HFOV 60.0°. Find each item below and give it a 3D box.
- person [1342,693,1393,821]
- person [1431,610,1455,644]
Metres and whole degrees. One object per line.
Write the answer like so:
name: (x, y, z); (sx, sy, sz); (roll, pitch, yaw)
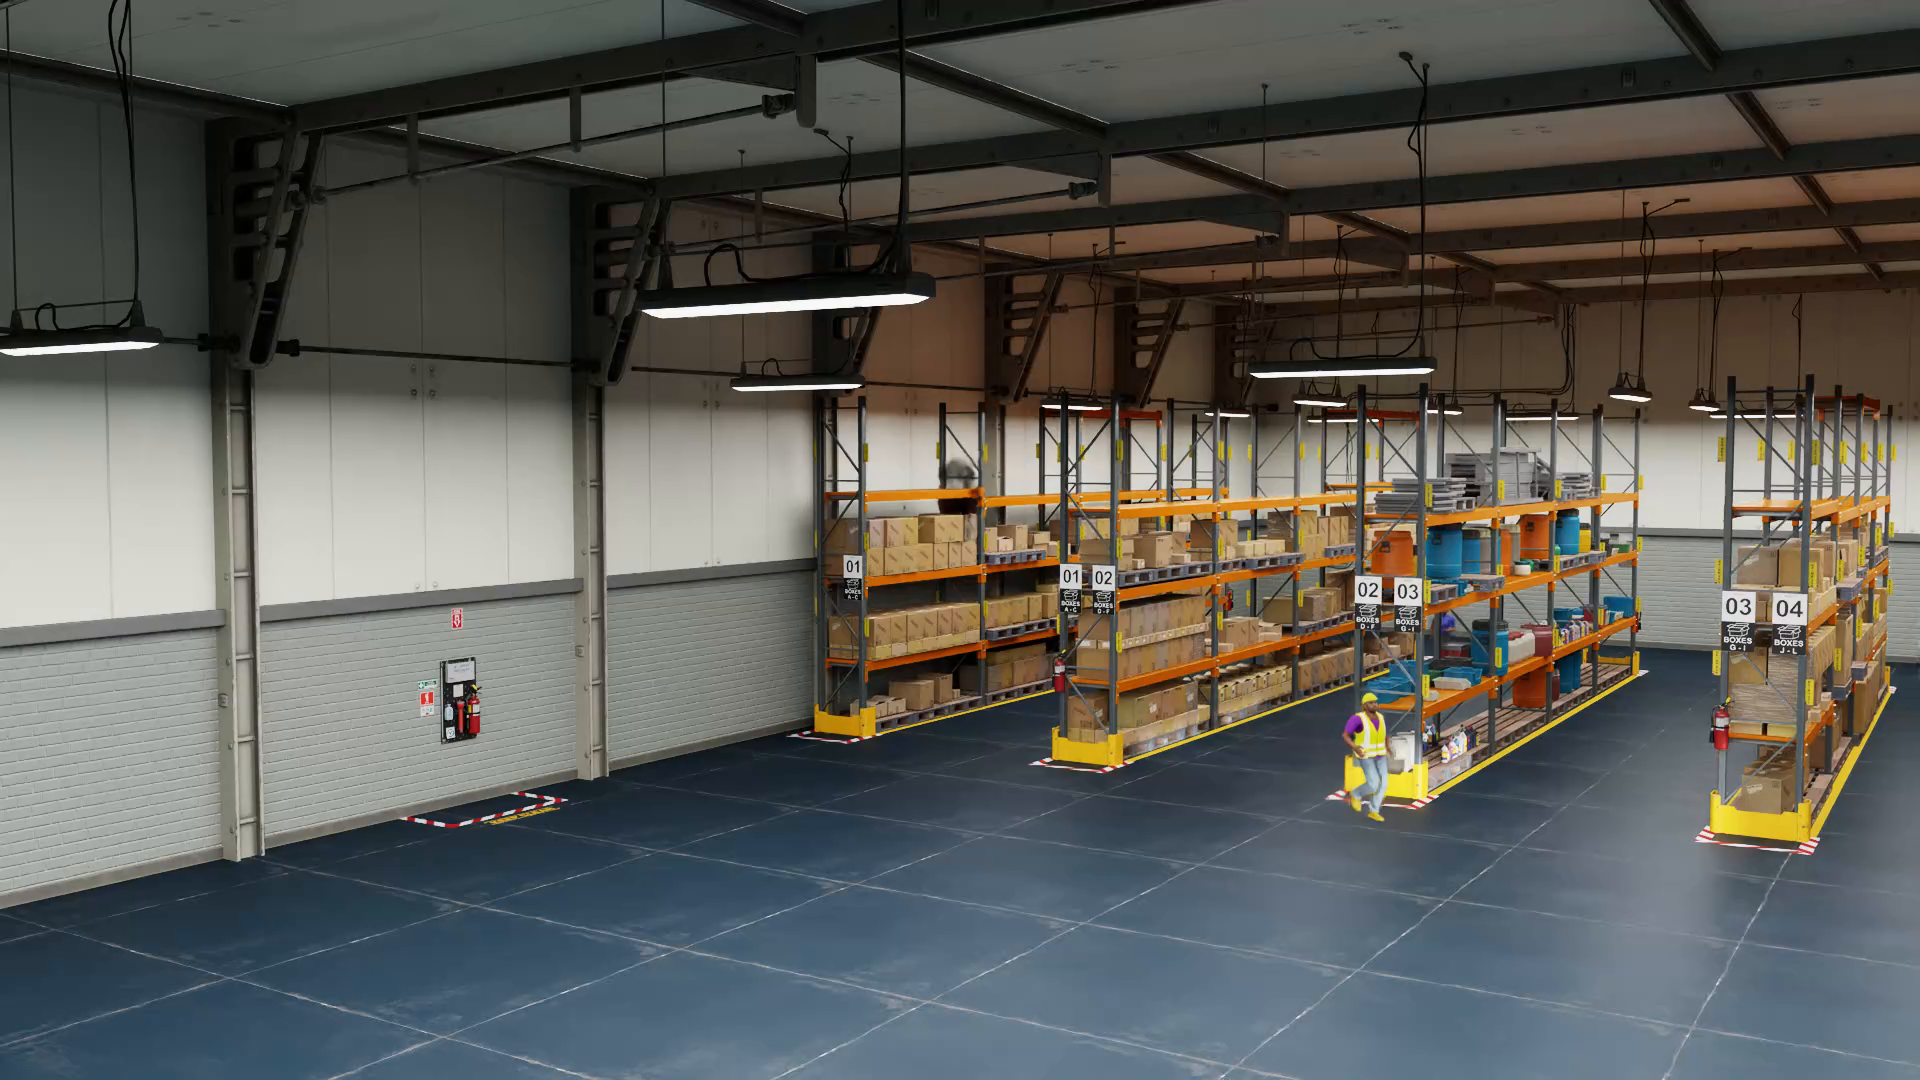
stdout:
person: (5.598, 2.954, 22.759); (0.713, 1.730, 0.579); (-1, 3, -22)
person: (10.653, 2.257, 36.722); (0.543, 1.701, 0.713); (1, 3, 20)
